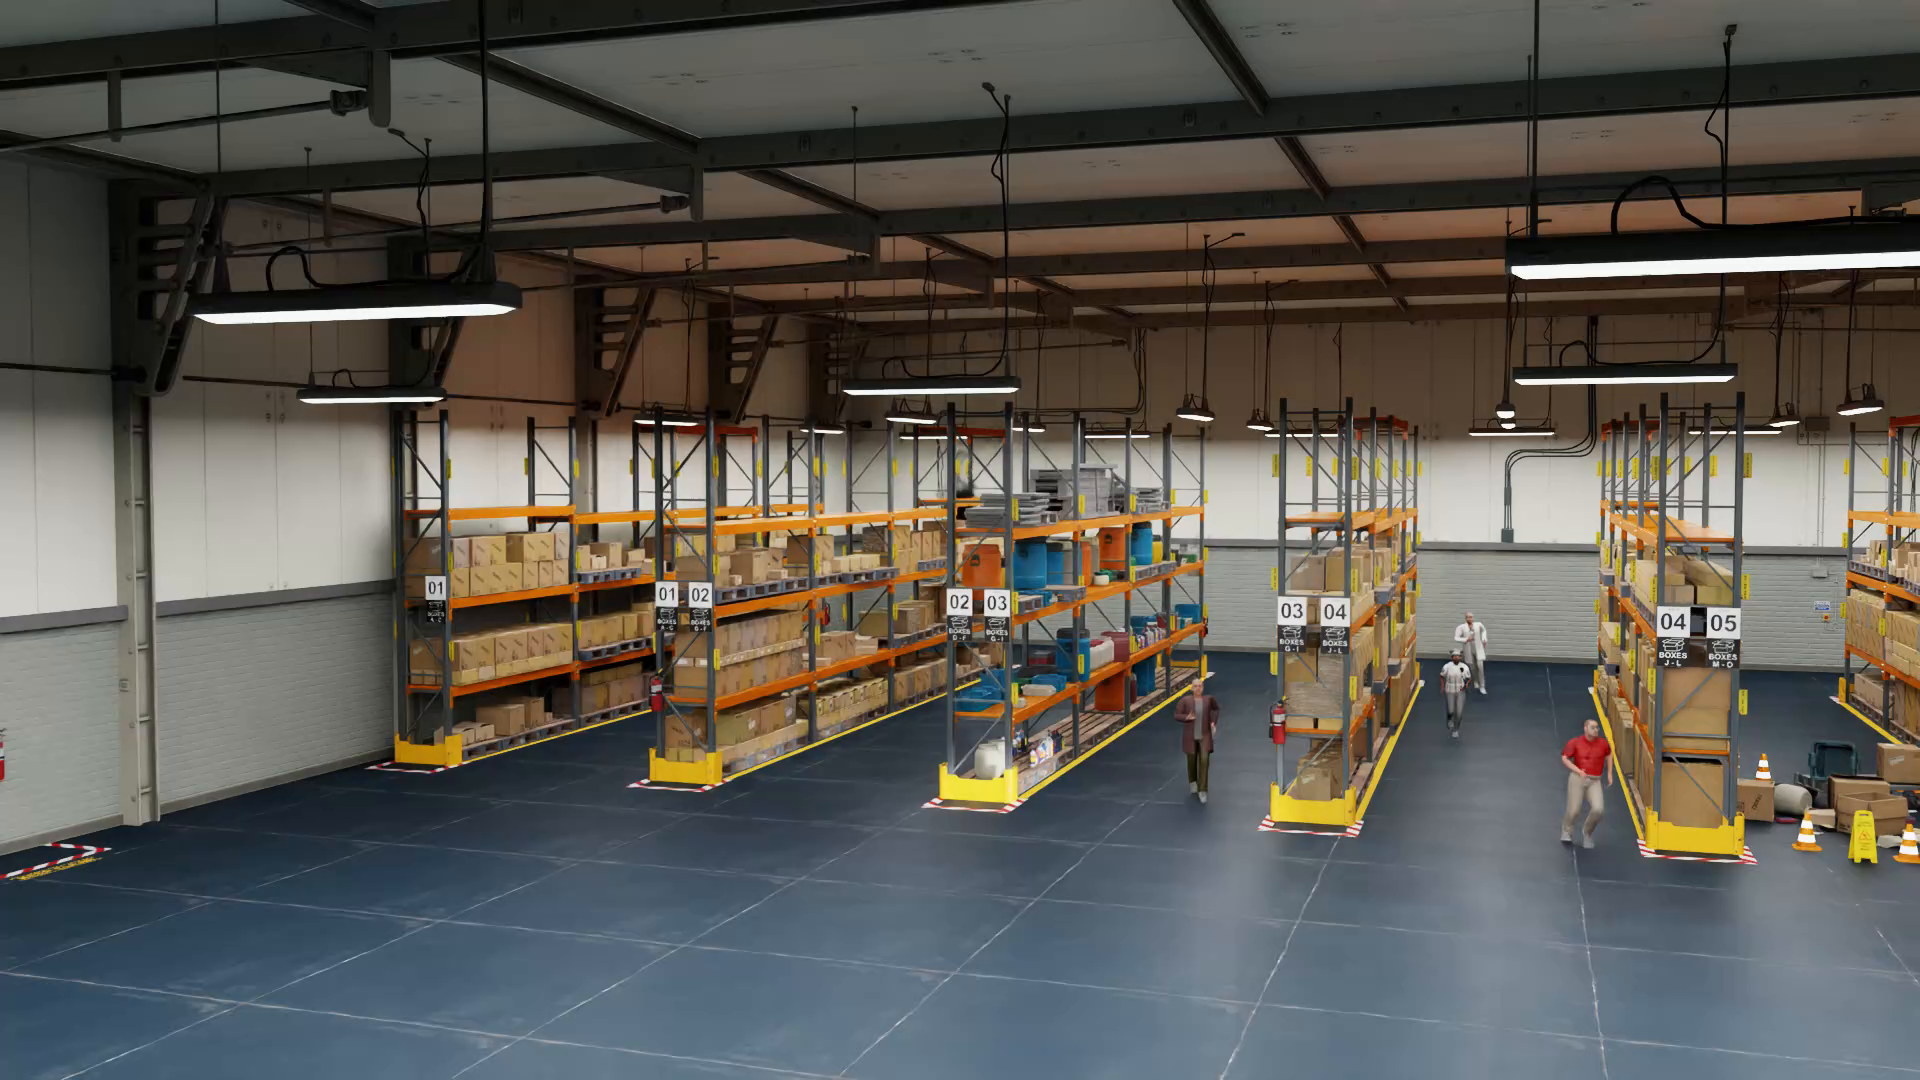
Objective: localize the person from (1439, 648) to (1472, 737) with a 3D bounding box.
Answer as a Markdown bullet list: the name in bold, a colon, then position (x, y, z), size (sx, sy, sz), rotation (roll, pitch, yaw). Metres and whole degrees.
- **person**: position (9.262, 2.850, 31.088), size (0.578, 1.661, 0.555), rotation (1, 3, 15)

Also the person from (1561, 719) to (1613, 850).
- **person**: position (8.298, 3.227, 21.942), size (0.723, 1.740, 0.662), rotation (0, 2, 3)

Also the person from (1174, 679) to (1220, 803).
- **person**: position (3.591, 3.001, 25.178), size (0.698, 1.798, 0.970), rotation (0, 2, 6)

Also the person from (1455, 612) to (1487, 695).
- **person**: position (11.465, 2.525, 37.337), size (0.704, 1.813, 0.960), rotation (1, 3, 14)
